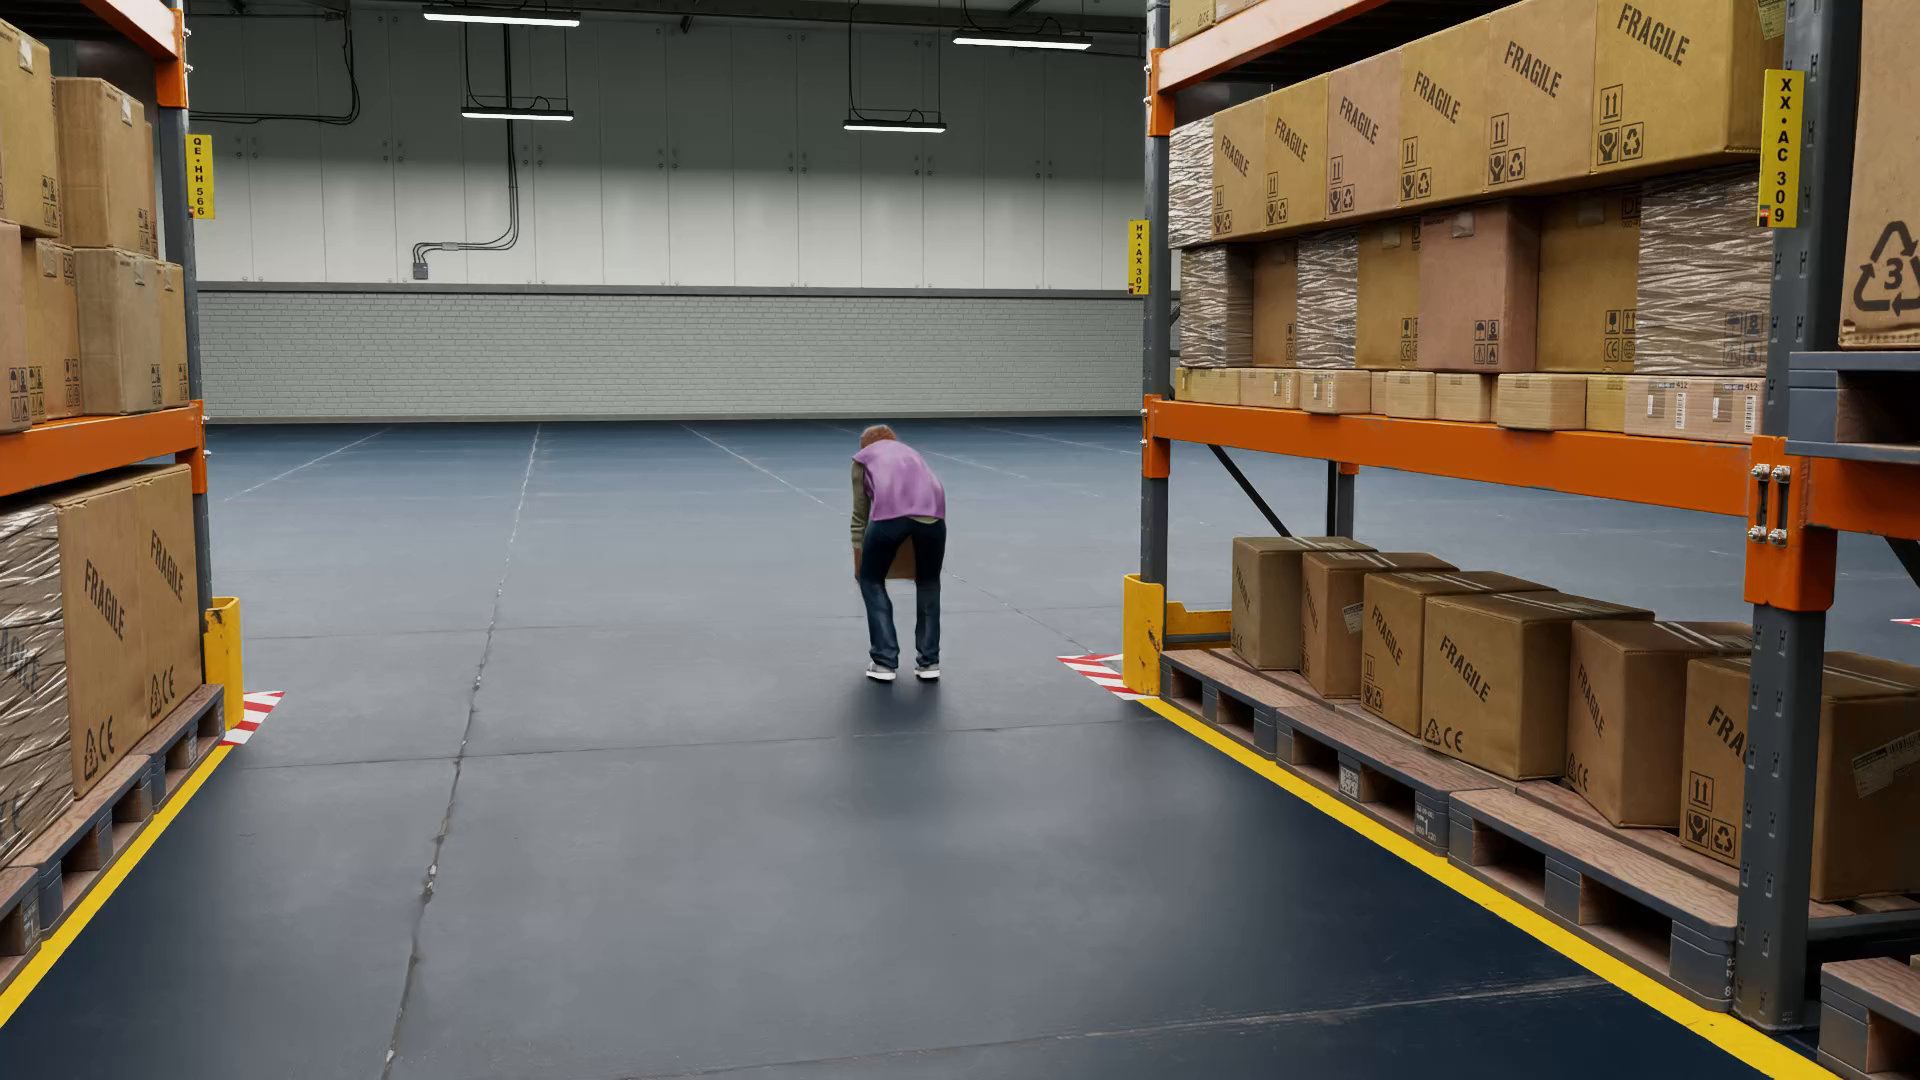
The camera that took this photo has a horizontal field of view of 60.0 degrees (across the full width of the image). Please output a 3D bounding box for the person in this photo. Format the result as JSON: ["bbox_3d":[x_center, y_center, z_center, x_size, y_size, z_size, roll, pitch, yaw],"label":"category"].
[{"bbox_3d":[-0.307,0.047,7.893,0.395,1.170,0.829,-2,7,-16],"label":"person"}]
